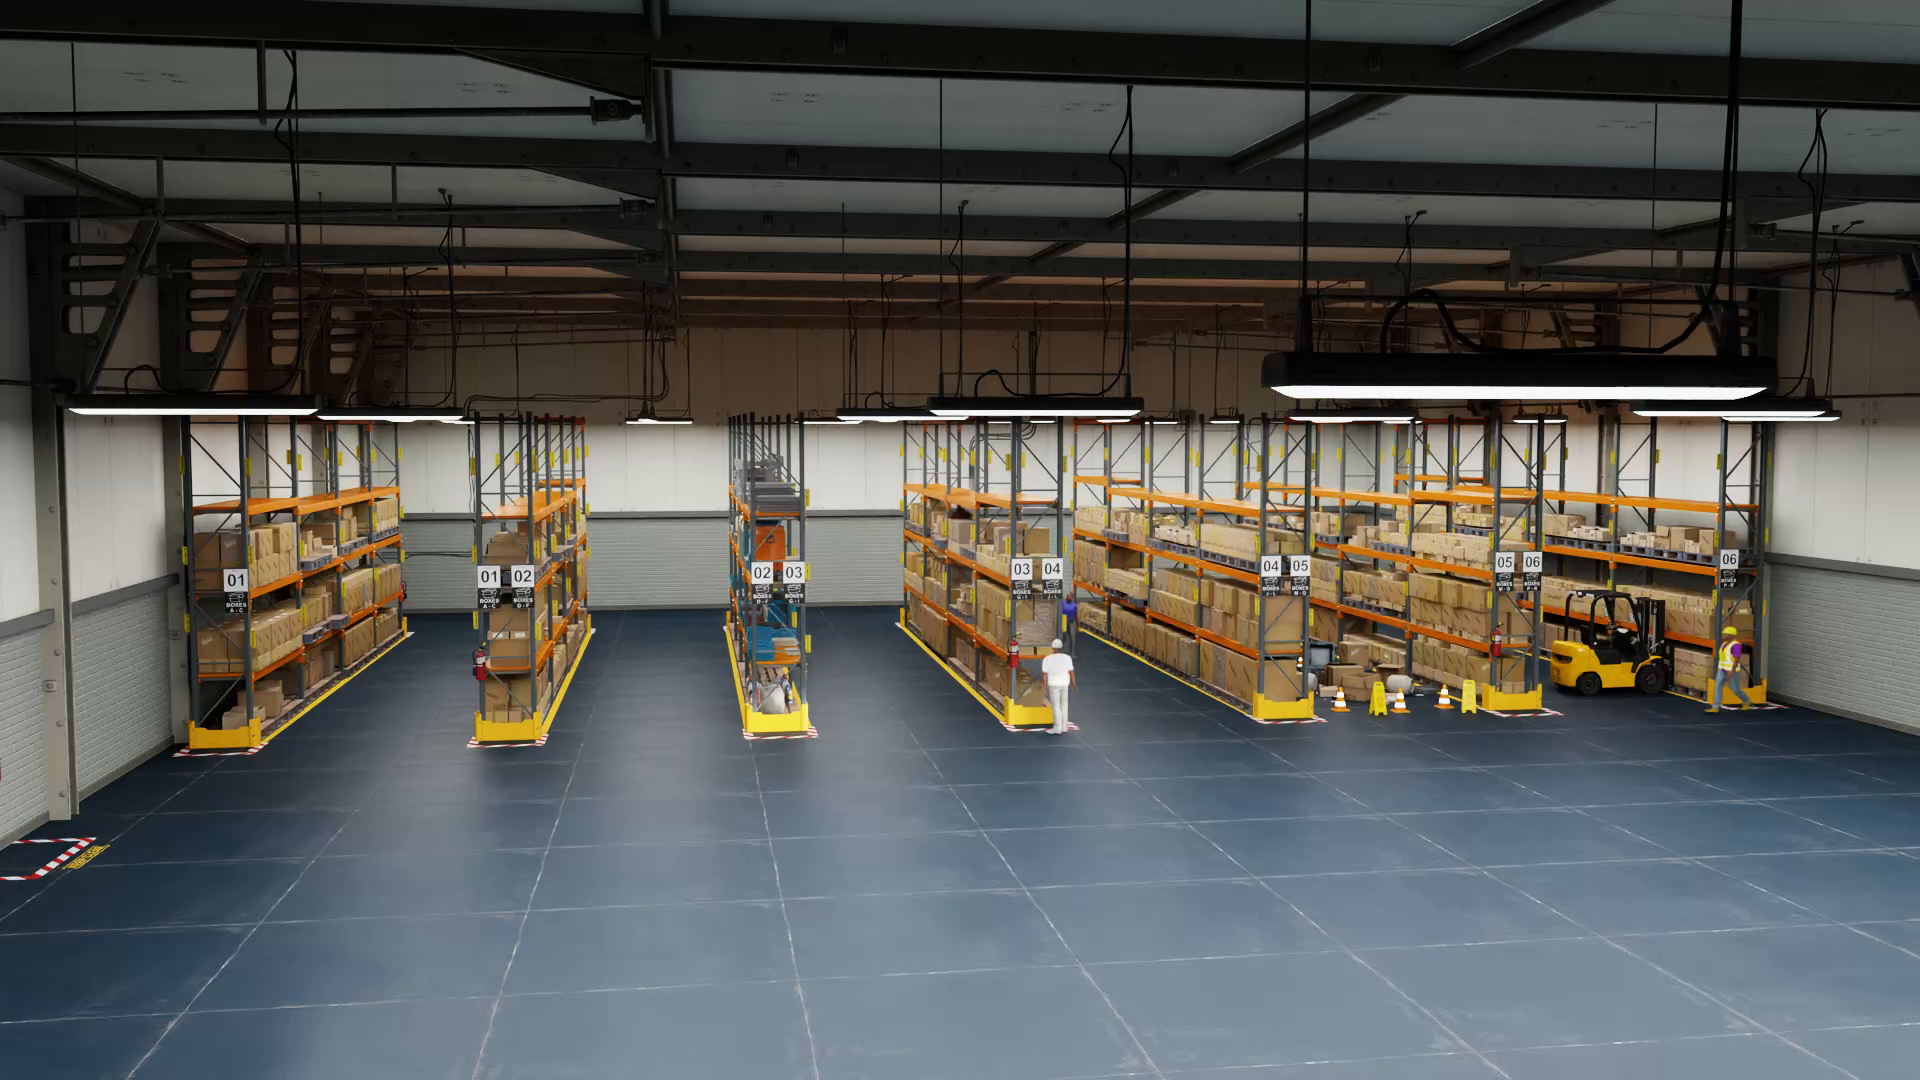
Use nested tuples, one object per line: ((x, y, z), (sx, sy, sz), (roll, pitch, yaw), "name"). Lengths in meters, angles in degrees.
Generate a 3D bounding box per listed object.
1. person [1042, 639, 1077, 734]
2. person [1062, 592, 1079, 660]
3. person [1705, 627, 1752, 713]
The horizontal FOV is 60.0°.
((1.858, 2.732, 31.084), (0.679, 1.786, 0.431), (-1, 4, -19), "person")
((2.608, 2.060, 40.075), (0.548, 1.594, 0.984), (0, 4, -6), "person")
((15.366, 2.598, 33.167), (1.002, 1.739, 0.534), (-2, 4, -23), "person")
